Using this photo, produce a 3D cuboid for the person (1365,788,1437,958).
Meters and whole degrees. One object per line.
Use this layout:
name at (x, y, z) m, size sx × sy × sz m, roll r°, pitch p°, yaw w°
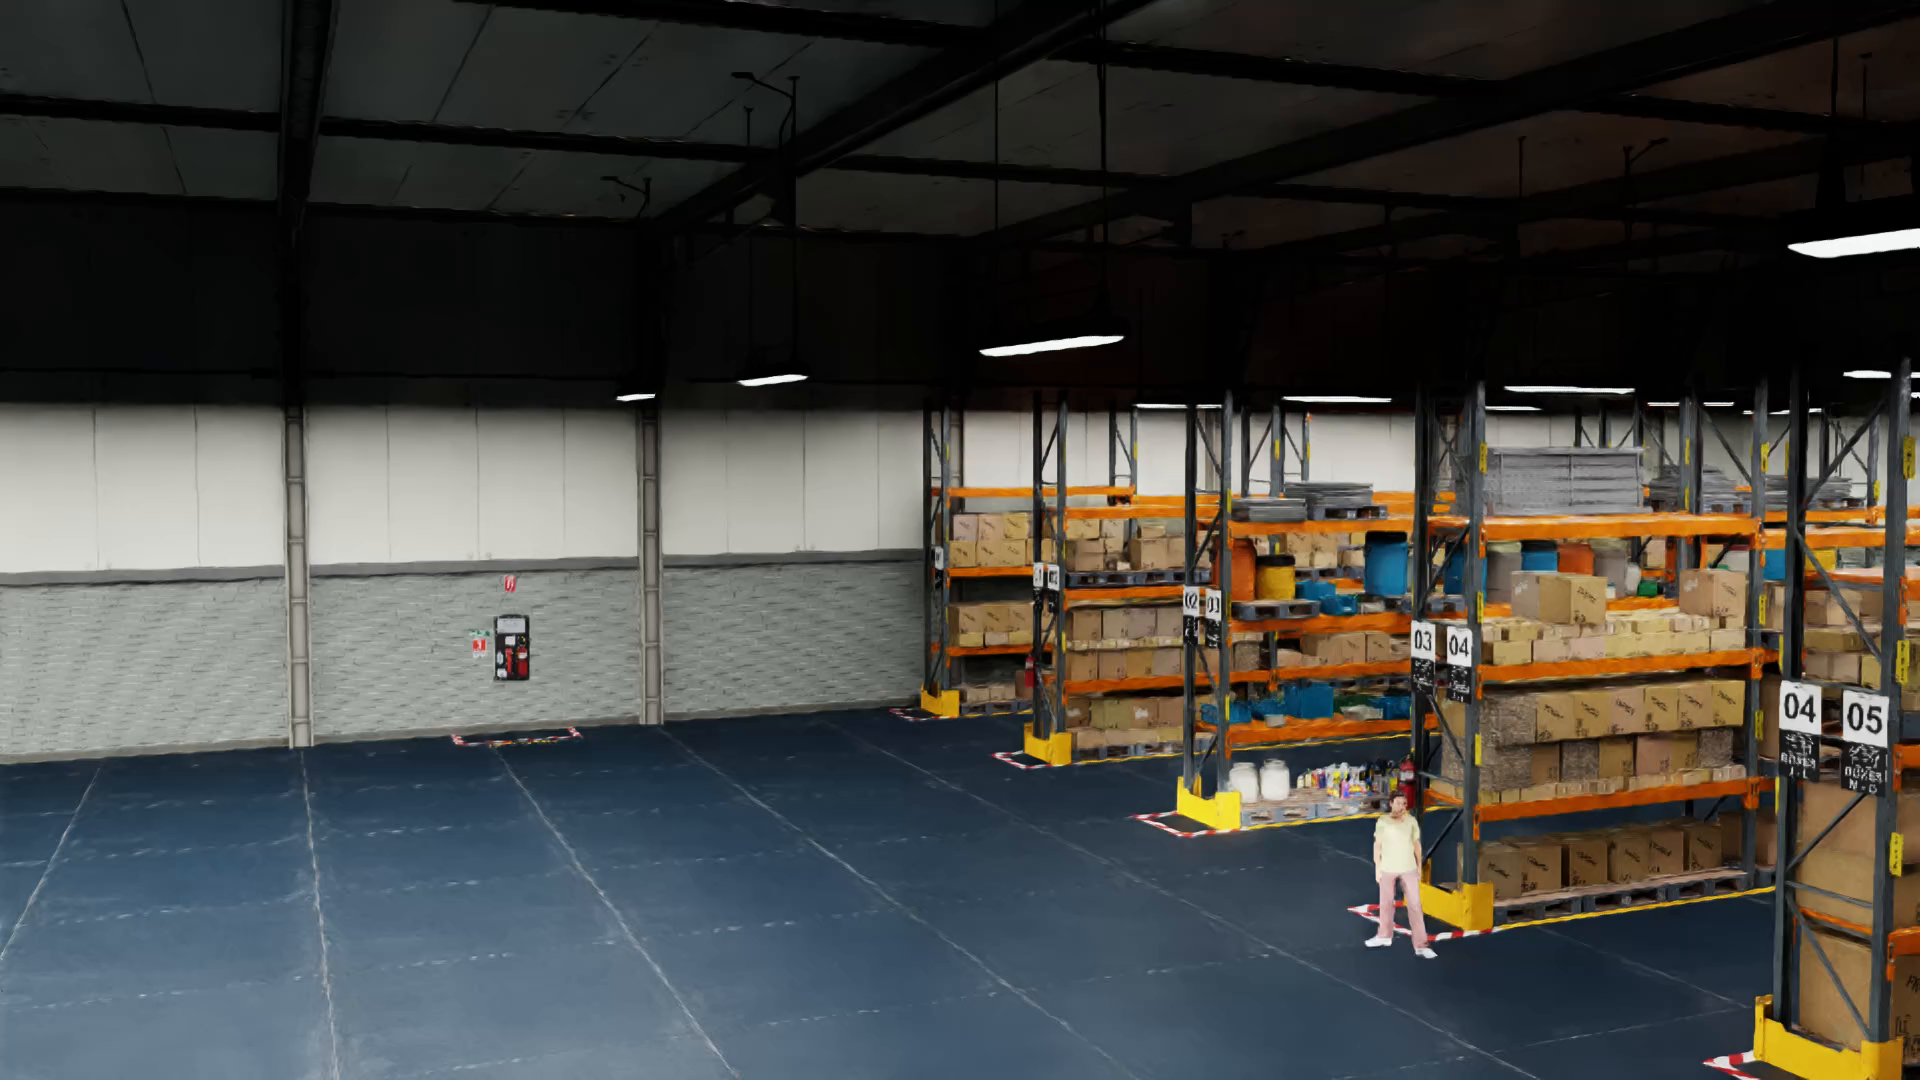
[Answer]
person at (4.429, 3.331, 16.773) m, size 0.640 × 1.661 × 0.562 m, roll 1°, pitch 3°, yaw 14°
